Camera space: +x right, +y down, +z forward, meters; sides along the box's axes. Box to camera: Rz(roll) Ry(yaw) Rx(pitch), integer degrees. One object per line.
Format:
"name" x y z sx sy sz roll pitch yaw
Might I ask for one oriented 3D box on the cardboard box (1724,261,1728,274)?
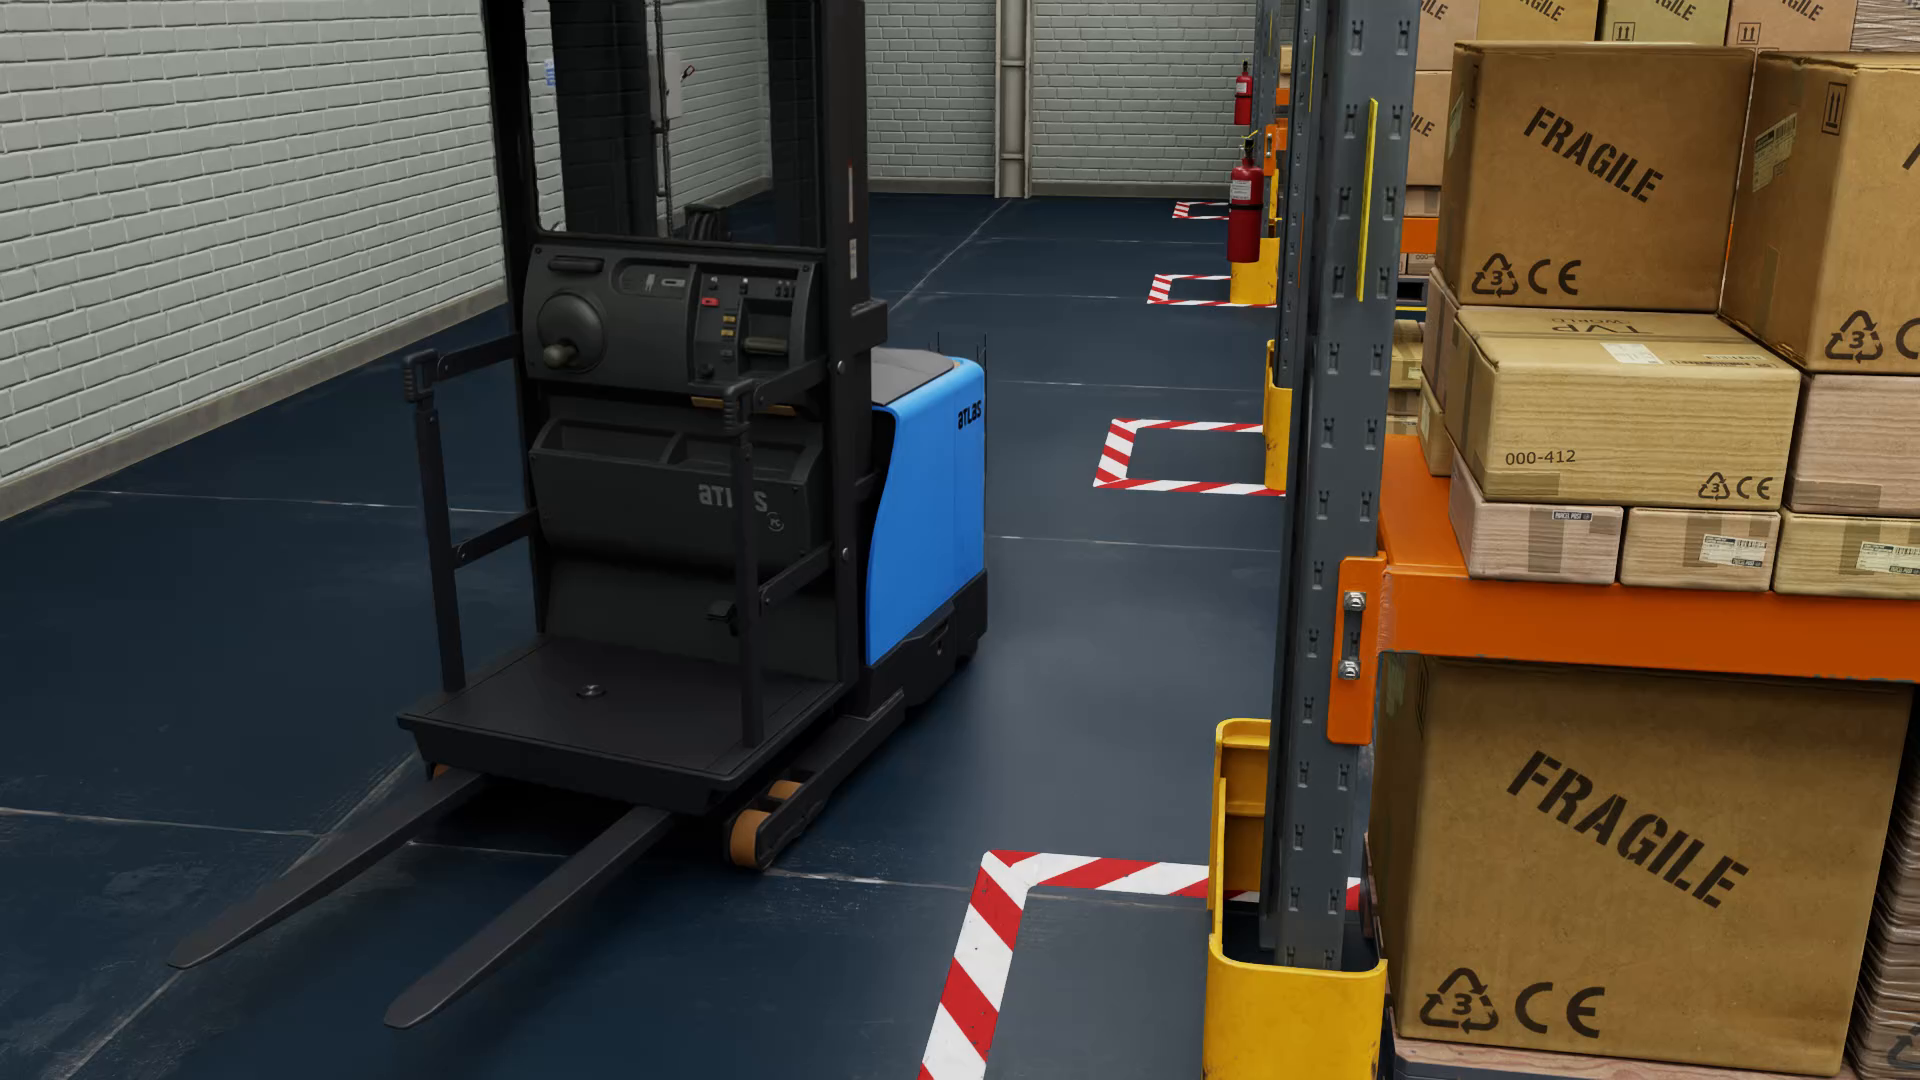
"cardboard box" 5.692 -2.246 12.664 0.875 0.438 0.875 3 19 8

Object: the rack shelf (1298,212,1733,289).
"rack shelf" 3.635 -1.400 7.894 4.000 0.370 1.077 3 19 9

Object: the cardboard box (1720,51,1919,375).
"cardboard box" 1.699 -0.585 2.910 0.500 0.500 0.500 2 19 7

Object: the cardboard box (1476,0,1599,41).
"cardboard box" 2.561 -2.376 7.473 0.500 0.500 0.500 3 19 10

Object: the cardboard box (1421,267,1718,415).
"cardboard box" 1.295 -0.422 3.604 0.500 0.250 0.500 3 19 8

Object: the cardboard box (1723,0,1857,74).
"cardboard box" 3.575 -2.318 7.301 0.500 0.500 0.500 2 19 7

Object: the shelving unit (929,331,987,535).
"shelving unit" -0.008 -0.427 7.162 0.210 0.900 0.258 3 19 9

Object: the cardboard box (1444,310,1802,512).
"cardboard box" 1.205 -0.254 3.104 0.500 0.250 0.500 2 19 7

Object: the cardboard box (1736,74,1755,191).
"cardboard box" 3.578 -1.850 7.479 0.500 0.500 0.500 2 19 7

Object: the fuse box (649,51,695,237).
"fuse box" -2.748 -3.714 15.707 0.414 1.711 0.539 3 19 9

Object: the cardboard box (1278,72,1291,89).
"cardboard box" 3.411 -4.732 17.113 0.250 0.149 0.380 3 19 8

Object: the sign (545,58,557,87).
"sign" -3.293 -3.791 13.479 0.001 0.218 0.327 3 19 9

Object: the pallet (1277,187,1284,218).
"pallet" 3.992 -3.587 17.691 1.213 0.211 1.003 3 19 9

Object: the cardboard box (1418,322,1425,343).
"cardboard box" 2.462 -0.994 8.439 0.250 0.149 0.380 3 19 10

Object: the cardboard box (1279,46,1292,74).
"cardboard box" 3.535 -4.916 17.035 0.500 0.250 0.500 3 19 9

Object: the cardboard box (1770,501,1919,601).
"cardboard box" 1.579 -0.028 3.054 0.250 0.149 0.380 2 19 7

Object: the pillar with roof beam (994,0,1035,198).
"pillar with roof beam" -0.072 -6.868 13.646 0.400 9.000 9.100 3 19 9

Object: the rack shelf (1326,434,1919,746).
"rack shelf" 2.749 0.149 3.266 4.000 0.370 1.077 3 19 9

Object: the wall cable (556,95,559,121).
"wall cable" -3.225 -4.171 13.391 0.123 1.953 0.585 3 19 9

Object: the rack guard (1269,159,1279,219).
"rack guard" 3.205 -3.764 17.765 0.348 0.500 1.175 3 19 9

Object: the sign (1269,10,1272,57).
"sign" 2.252 -3.672 12.063 0.005 0.325 0.100 3 19 9

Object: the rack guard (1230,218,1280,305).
"rack guard" 2.322 -2.214 13.131 0.348 0.500 1.175 3 19 9

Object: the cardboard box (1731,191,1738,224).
"cardboard box" 3.477 -1.541 7.578 0.250 0.149 0.380 4 19 11

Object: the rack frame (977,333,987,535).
"rack frame" 0.092 -0.422 7.146 0.006 0.900 0.240 3 19 9

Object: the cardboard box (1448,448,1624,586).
"cardboard box" 1.072 -0.053 3.130 0.250 0.149 0.380 3 19 9

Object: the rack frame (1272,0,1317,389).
"rack frame" 1.661 -1.842 8.081 0.127 3.000 1.000 3 19 9

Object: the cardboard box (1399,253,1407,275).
"cardboard box" 3.013 -2.380 13.065 0.875 0.438 0.875 2 19 7

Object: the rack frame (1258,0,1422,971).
"rack frame" 0.774 -0.293 3.452 0.127 3.000 1.000 3 19 9

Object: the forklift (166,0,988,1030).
"forklift" -0.920 -0.631 4.570 1.130 2.935 3.031 7 20 21

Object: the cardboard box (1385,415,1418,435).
"cardboard box" 2.127 -0.563 8.088 0.250 0.149 0.380 3 19 10

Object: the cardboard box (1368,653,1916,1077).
"cardboard box" 1.419 0.522 3.701 0.875 0.875 0.875 3 19 9

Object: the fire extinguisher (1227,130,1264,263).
"fire extinguisher" 1.485 -1.786 8.623 0.183 0.674 0.296 3 19 9

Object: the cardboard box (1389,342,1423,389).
"cardboard box" 2.124 -0.839 7.976 0.250 0.149 0.380 2 19 6
